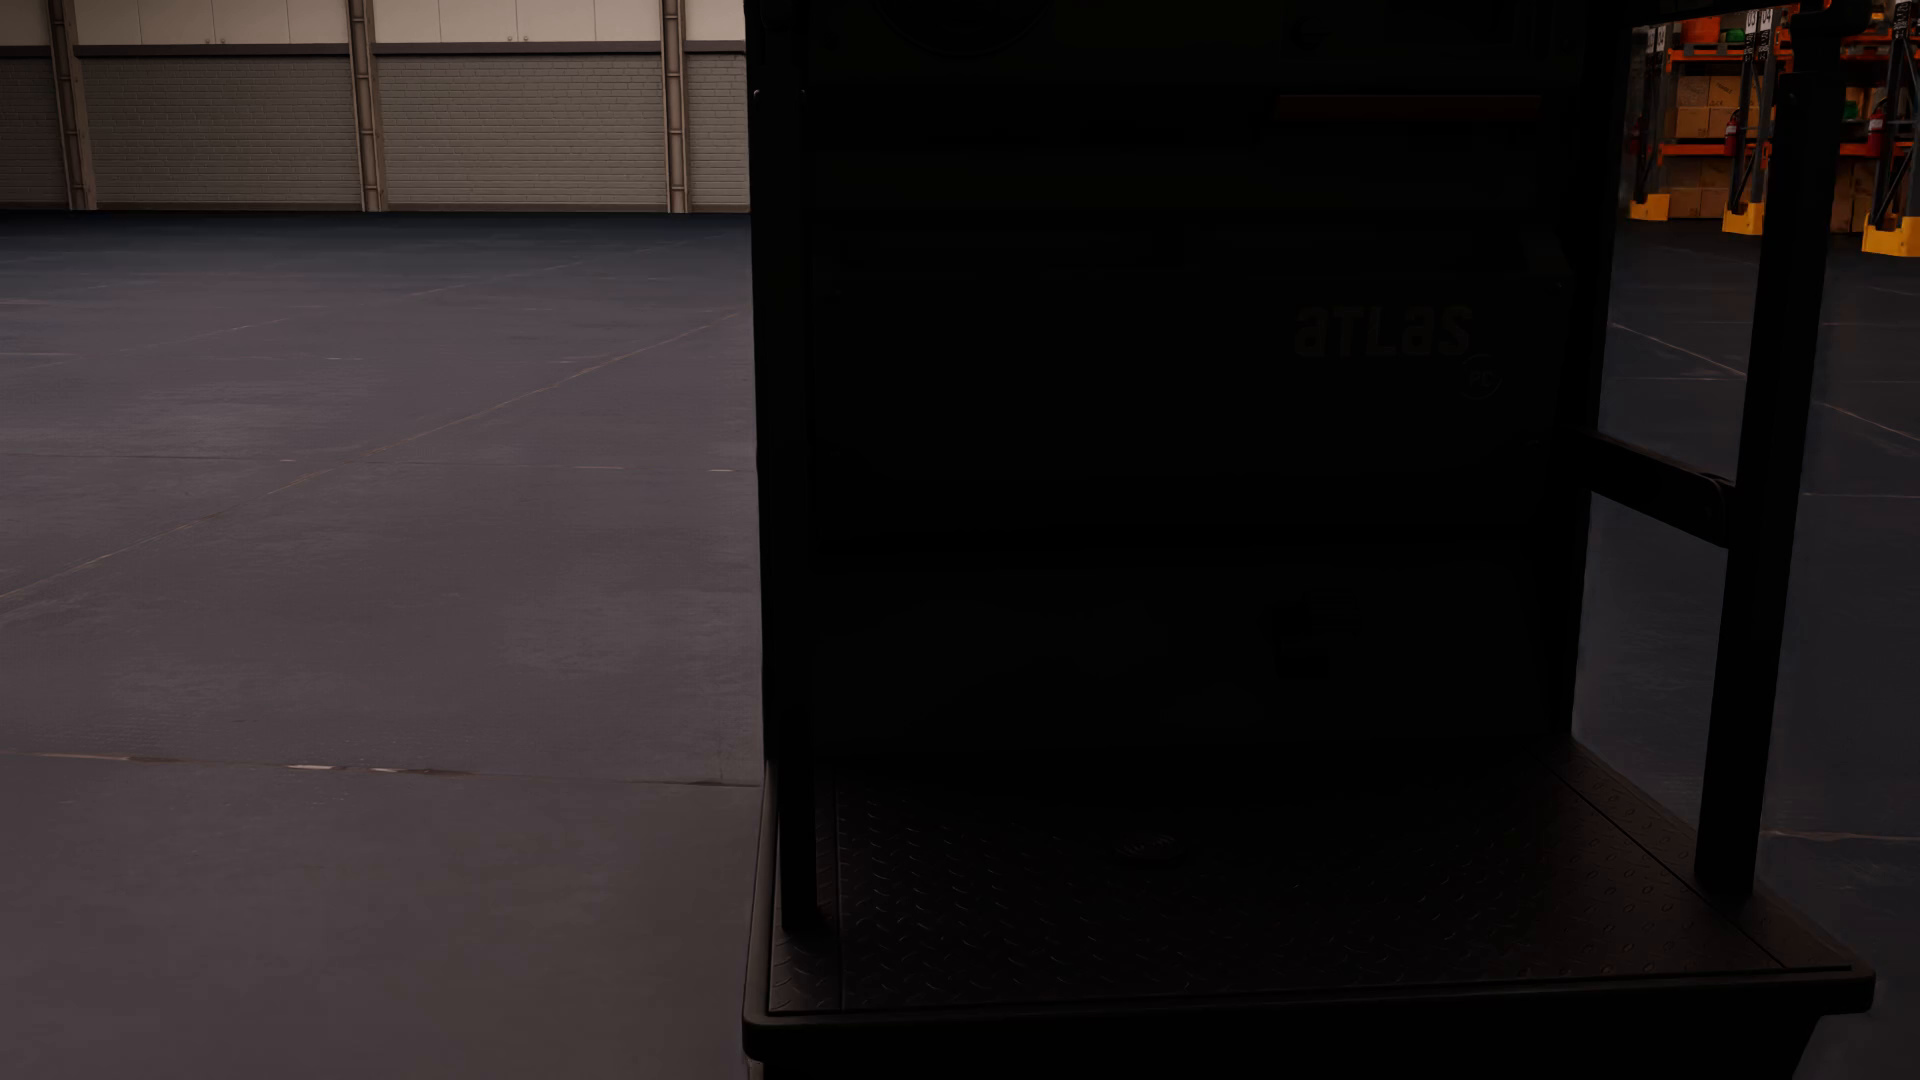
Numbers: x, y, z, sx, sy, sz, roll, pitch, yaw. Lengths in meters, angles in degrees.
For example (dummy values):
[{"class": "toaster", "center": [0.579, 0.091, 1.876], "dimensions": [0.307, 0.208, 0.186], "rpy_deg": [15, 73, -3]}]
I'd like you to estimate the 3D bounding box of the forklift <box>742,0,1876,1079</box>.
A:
[{"class": "forklift", "center": [0.304, -0.758, 1.753], "dimensions": [1.130, 2.935, 3.031], "rpy_deg": [-1, 13, -5]}]
